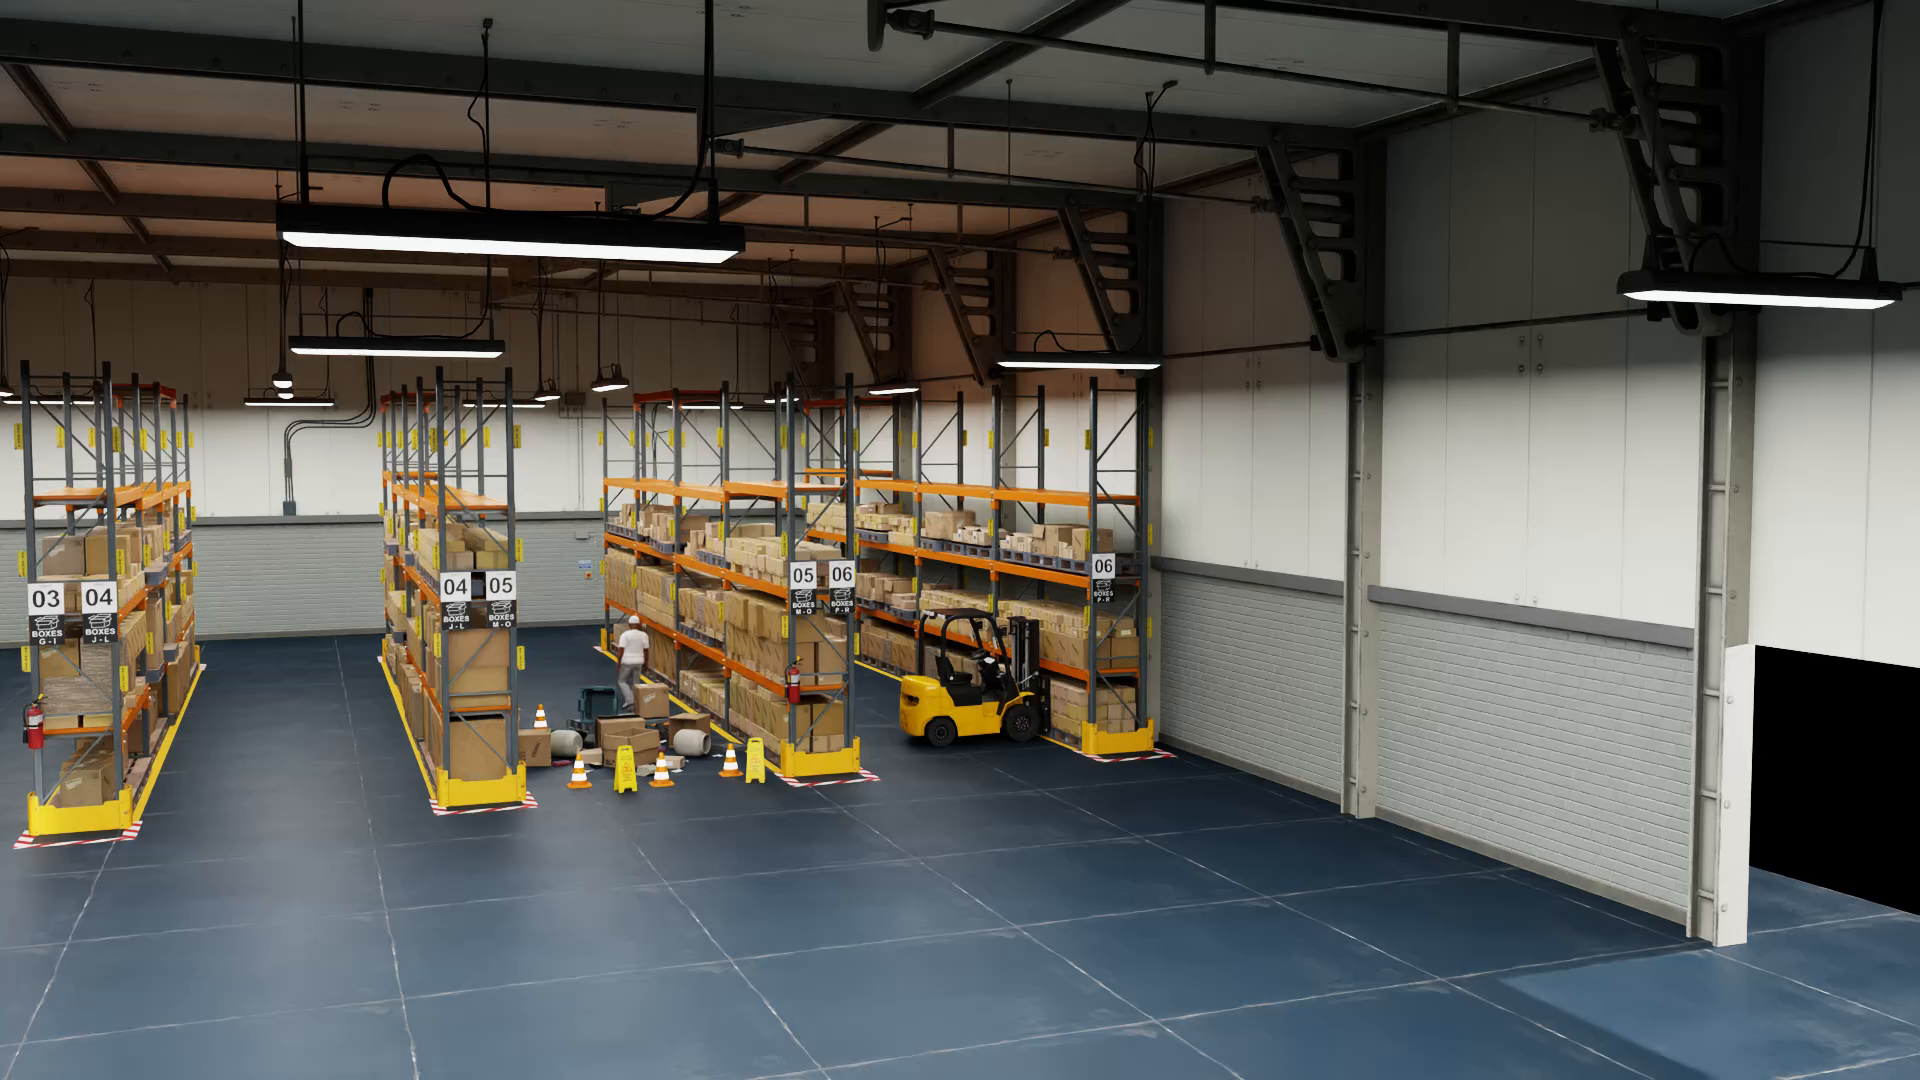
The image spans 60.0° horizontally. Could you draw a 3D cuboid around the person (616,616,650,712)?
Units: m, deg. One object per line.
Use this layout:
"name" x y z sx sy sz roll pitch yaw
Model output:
"person" -6.040 2.295 30.583 0.676 1.816 0.360 -1 3 -10
